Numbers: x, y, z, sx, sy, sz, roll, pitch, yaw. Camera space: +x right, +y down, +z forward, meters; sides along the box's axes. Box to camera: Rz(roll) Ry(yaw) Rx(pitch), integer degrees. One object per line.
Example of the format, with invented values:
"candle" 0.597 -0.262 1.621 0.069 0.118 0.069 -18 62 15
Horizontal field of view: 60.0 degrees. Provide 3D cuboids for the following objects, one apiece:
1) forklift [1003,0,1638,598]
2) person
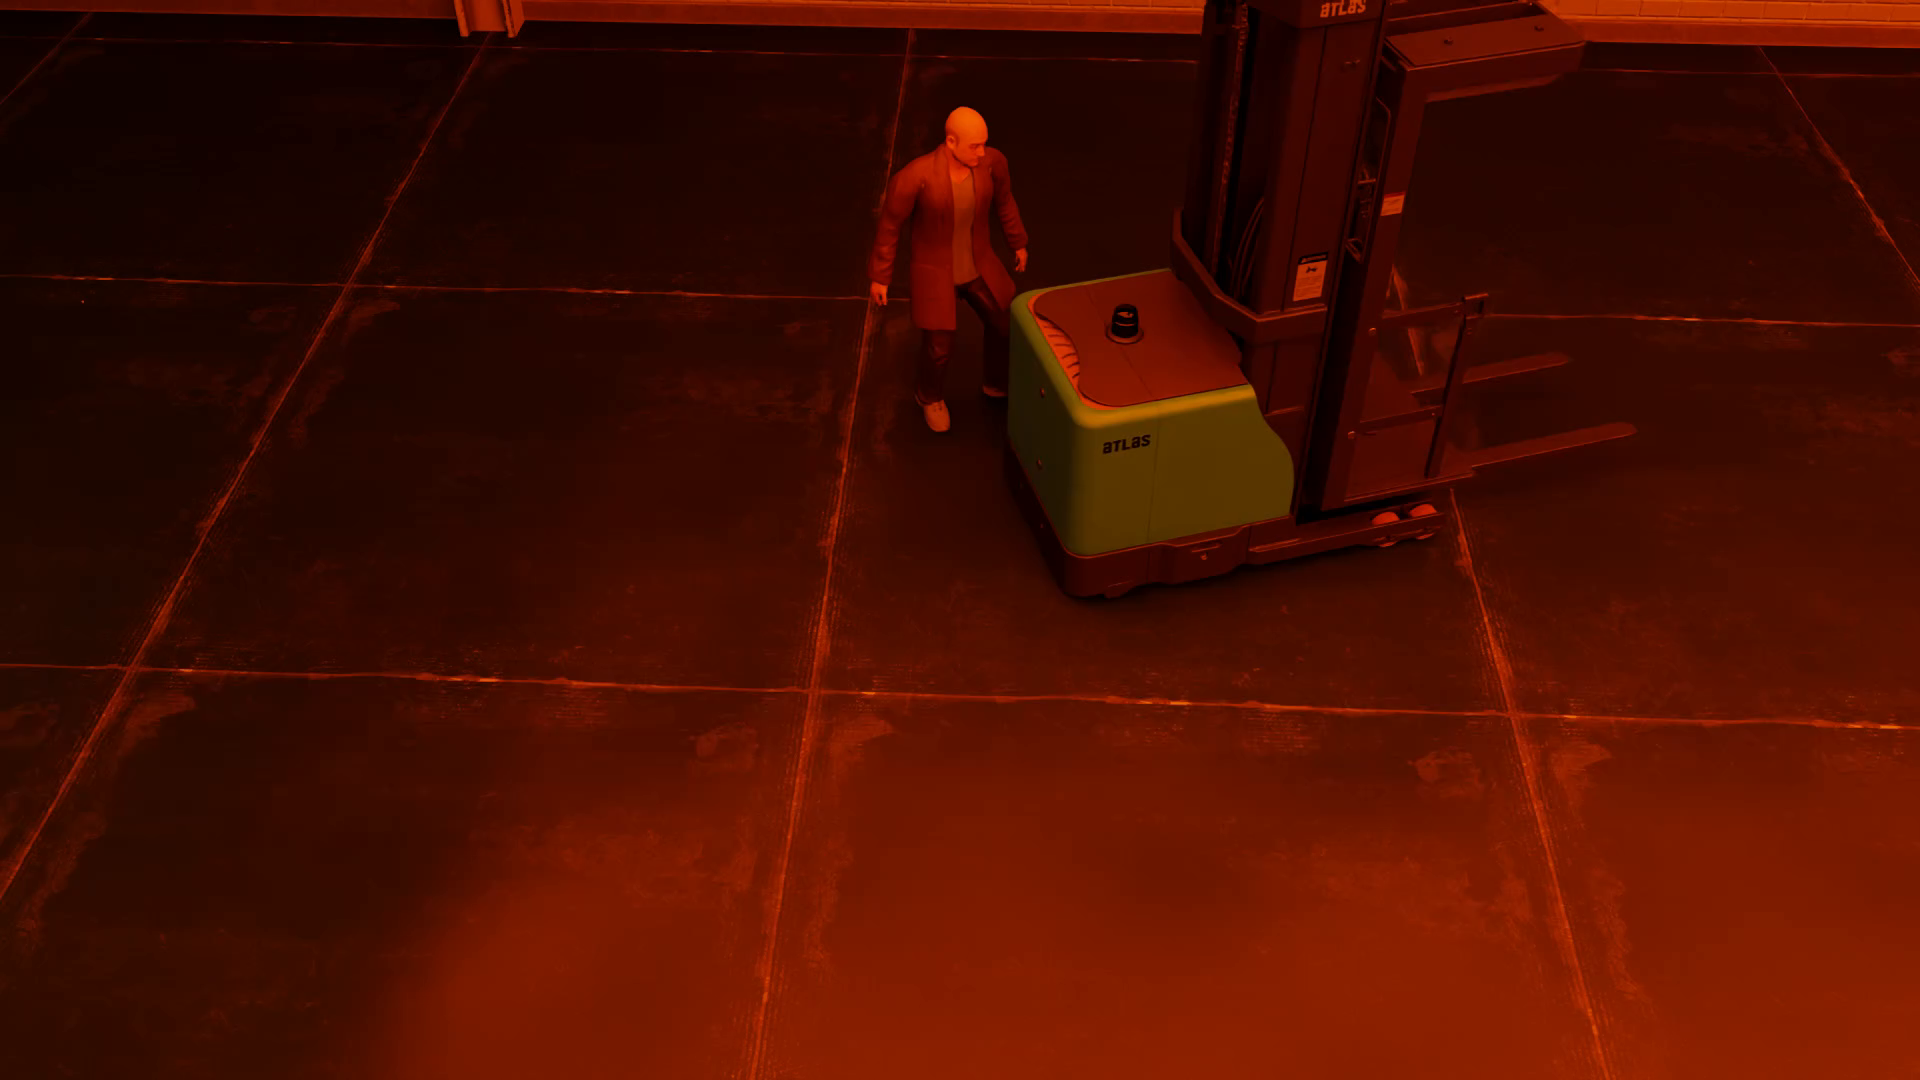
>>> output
"forklift" 1.789 -1.382 7.256 3.031 2.935 1.130 -11 44 -12
"person" -0.005 -1.325 8.079 0.899 1.750 0.426 -20 46 -20
